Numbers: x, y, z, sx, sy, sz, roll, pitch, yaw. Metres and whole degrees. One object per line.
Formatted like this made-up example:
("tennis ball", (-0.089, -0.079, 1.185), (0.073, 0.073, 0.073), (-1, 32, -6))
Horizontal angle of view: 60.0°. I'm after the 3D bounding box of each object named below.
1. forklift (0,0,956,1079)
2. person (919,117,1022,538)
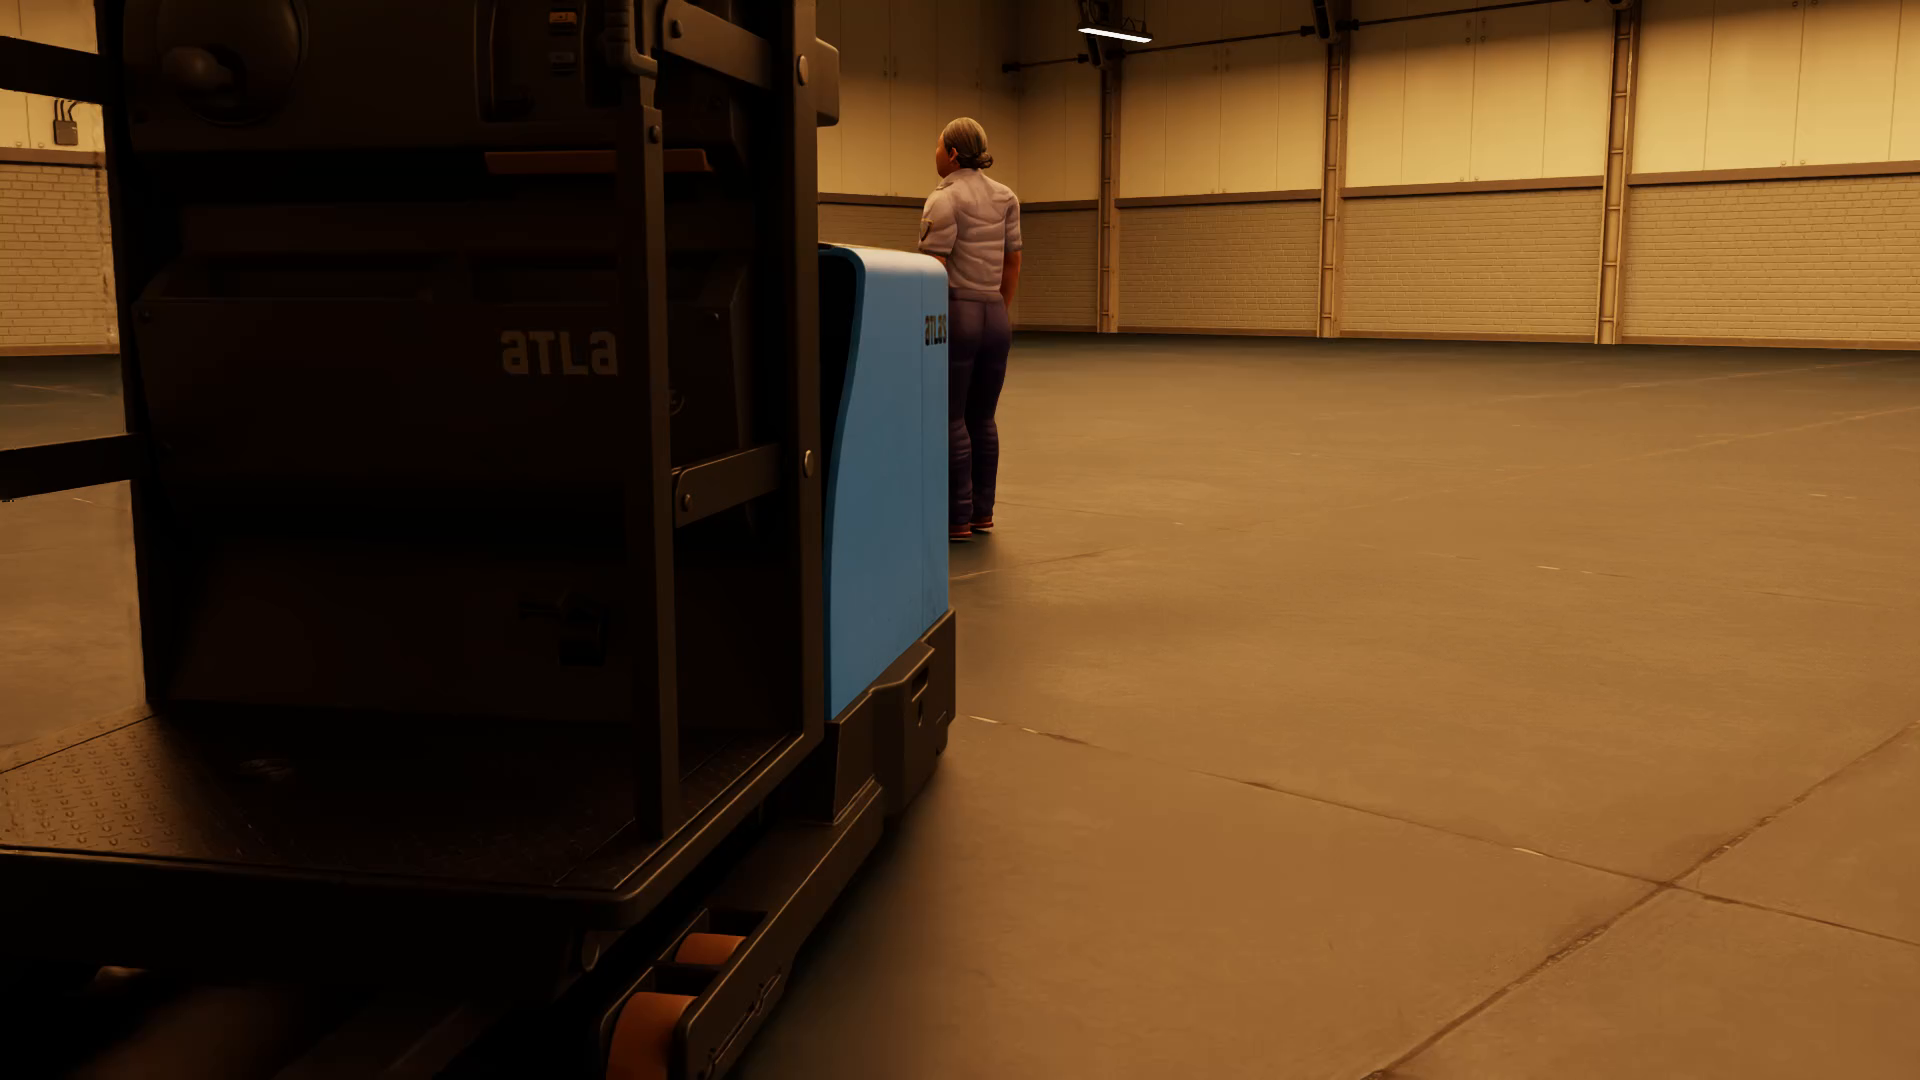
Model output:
("forklift", (-0.796, -0.797, 2.168), (1.130, 2.935, 3.031), (2, 9, 11))
("person", (-0.049, -0.834, 6.671), (0.503, 1.650, 0.599), (8, 12, 43))
